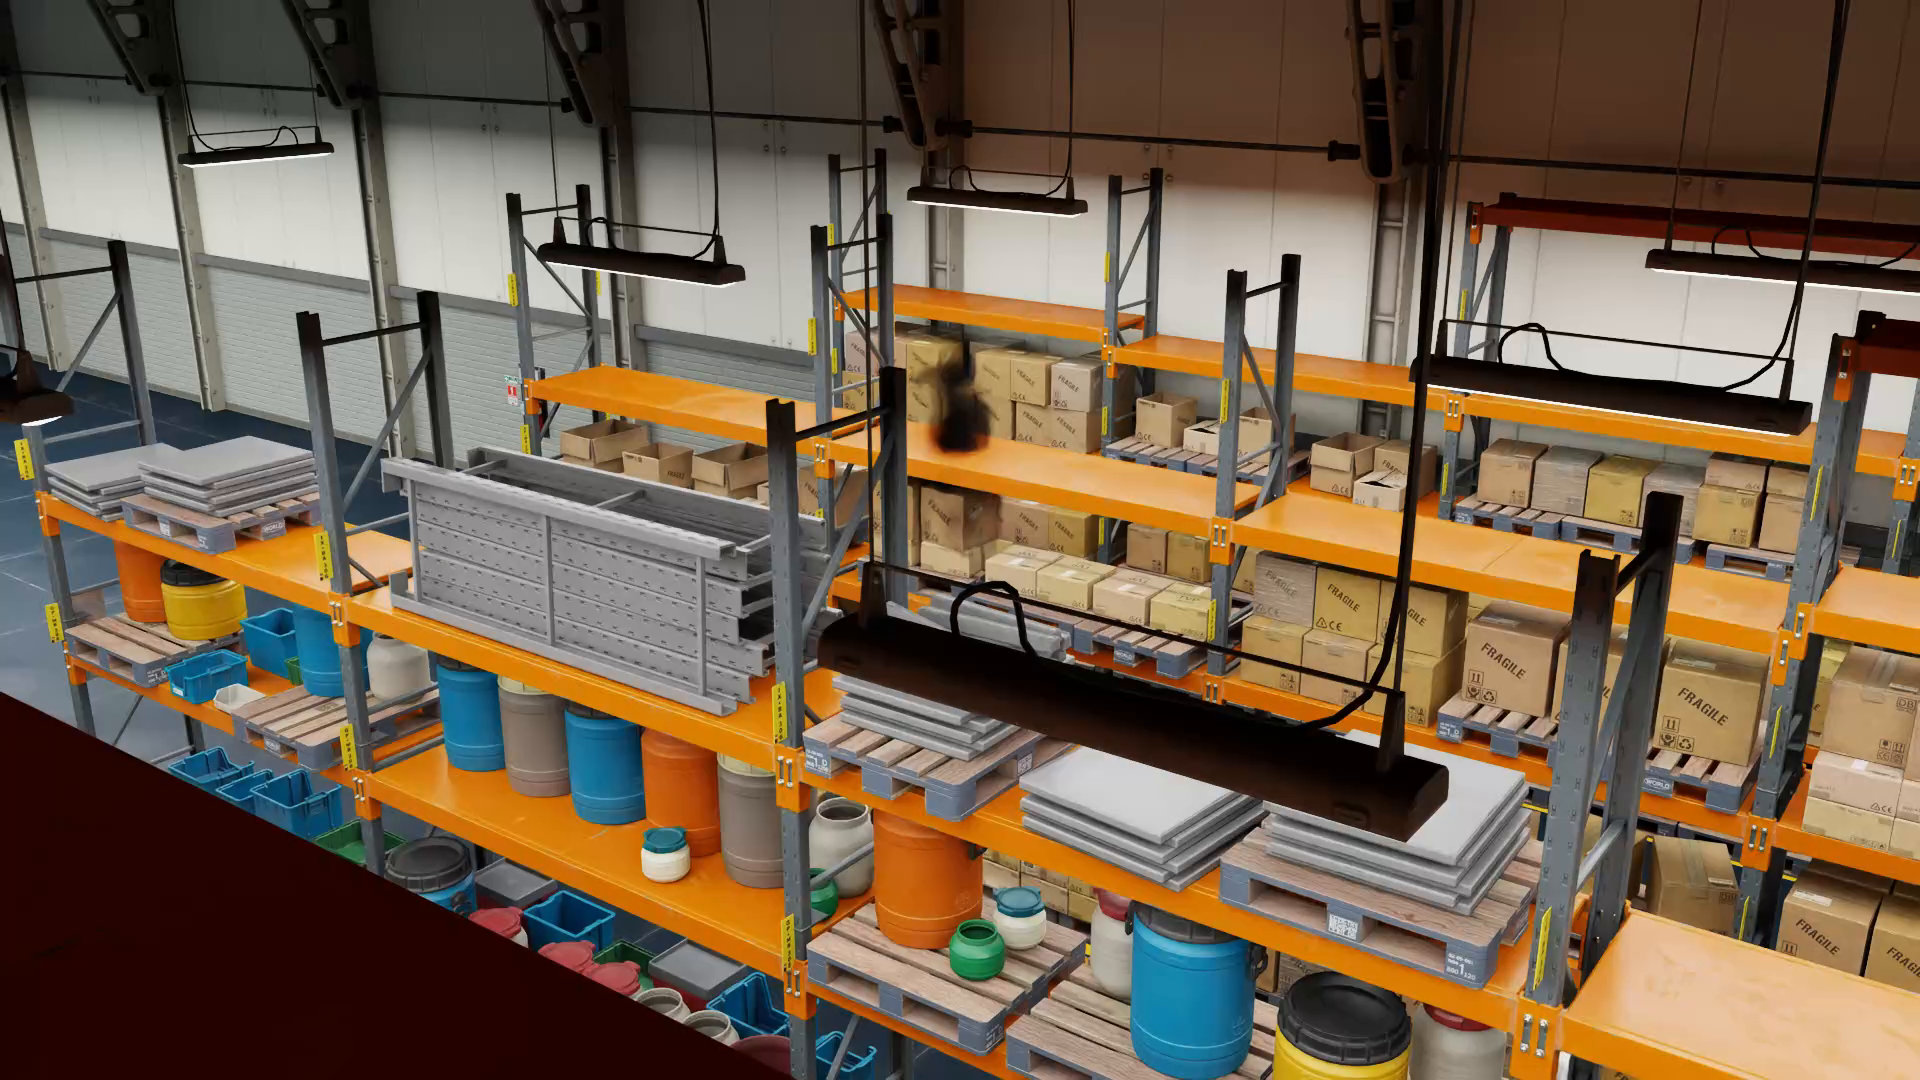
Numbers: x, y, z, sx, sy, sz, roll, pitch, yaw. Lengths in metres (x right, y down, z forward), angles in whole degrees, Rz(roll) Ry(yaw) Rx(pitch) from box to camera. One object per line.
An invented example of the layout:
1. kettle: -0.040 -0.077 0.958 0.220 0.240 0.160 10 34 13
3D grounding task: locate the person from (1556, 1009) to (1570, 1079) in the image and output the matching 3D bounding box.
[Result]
1. person: 4.011 3.839 10.956 0.697 1.710 0.676 7 20 20
